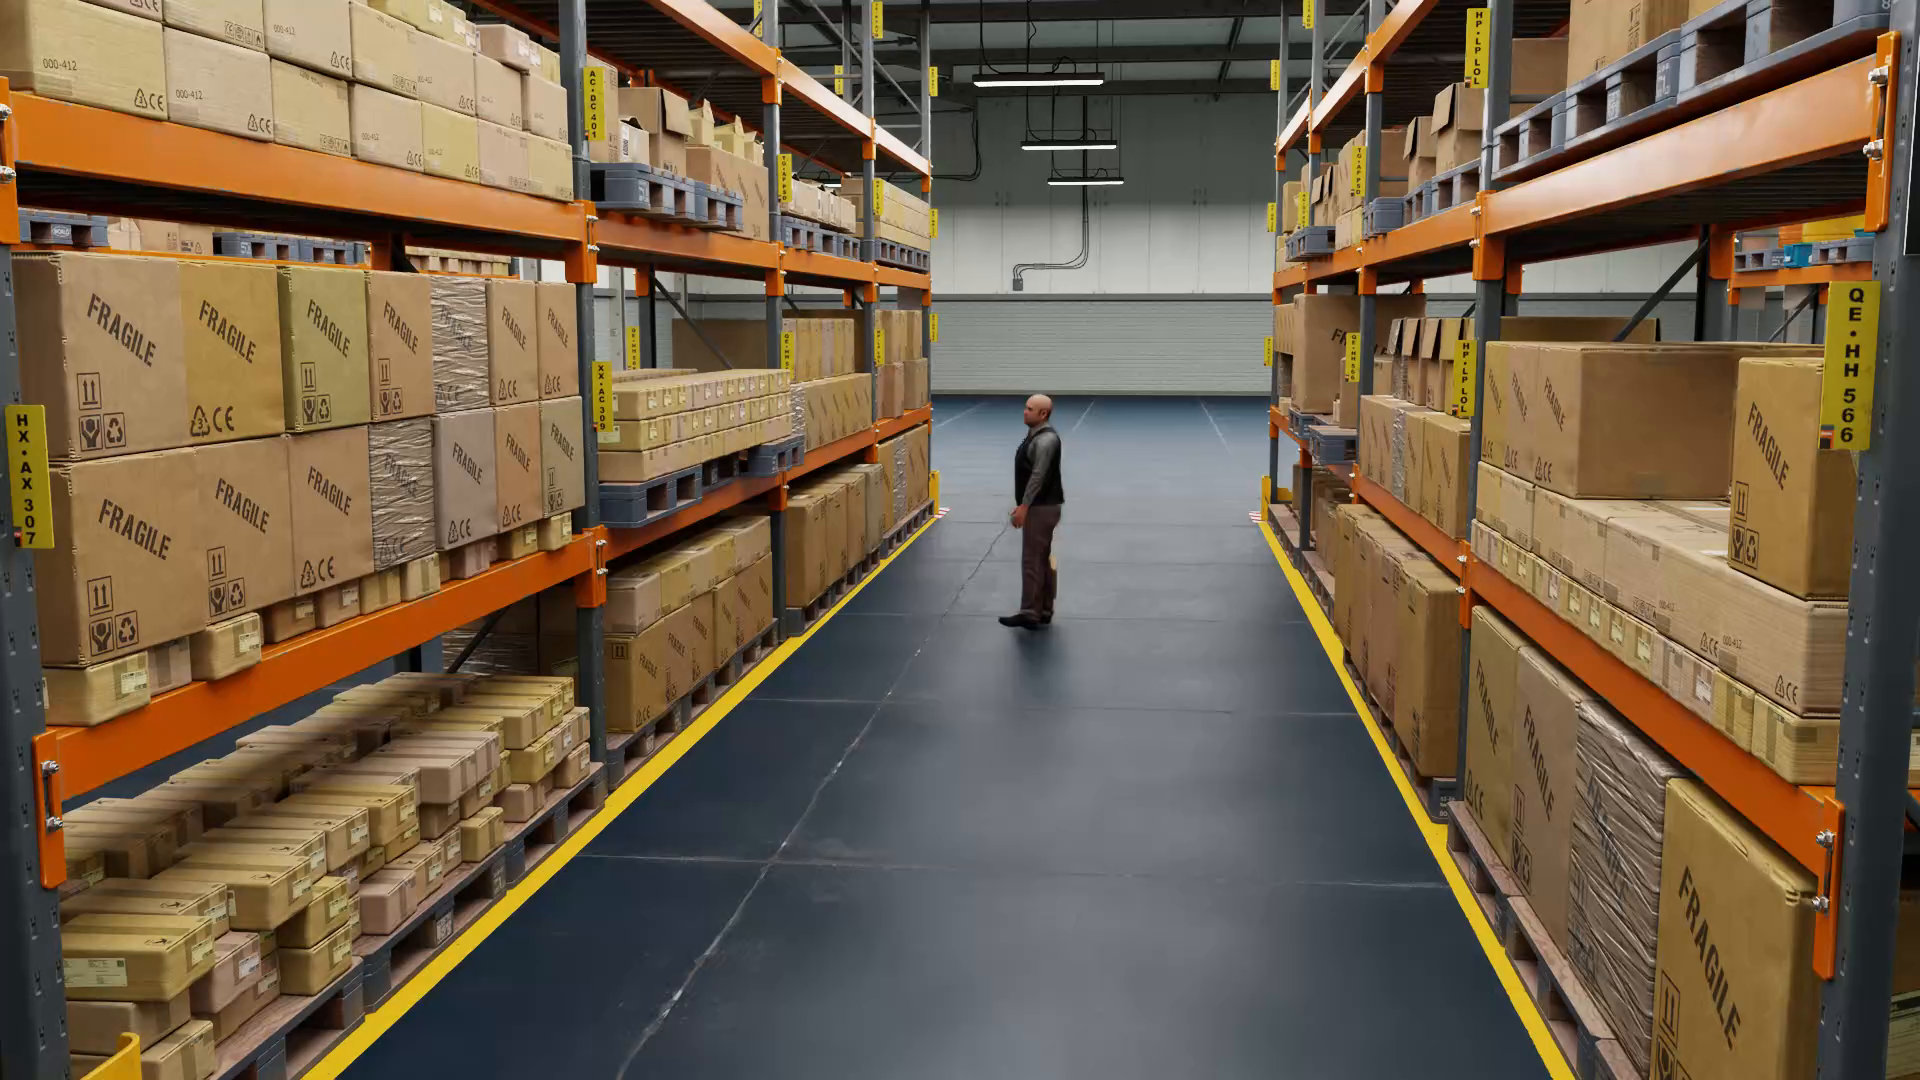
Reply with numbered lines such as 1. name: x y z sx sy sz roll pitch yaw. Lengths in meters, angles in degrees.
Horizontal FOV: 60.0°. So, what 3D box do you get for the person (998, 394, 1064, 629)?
1. person: 0.520 -0.212 12.312 0.483 1.734 0.565 0 8 -1
